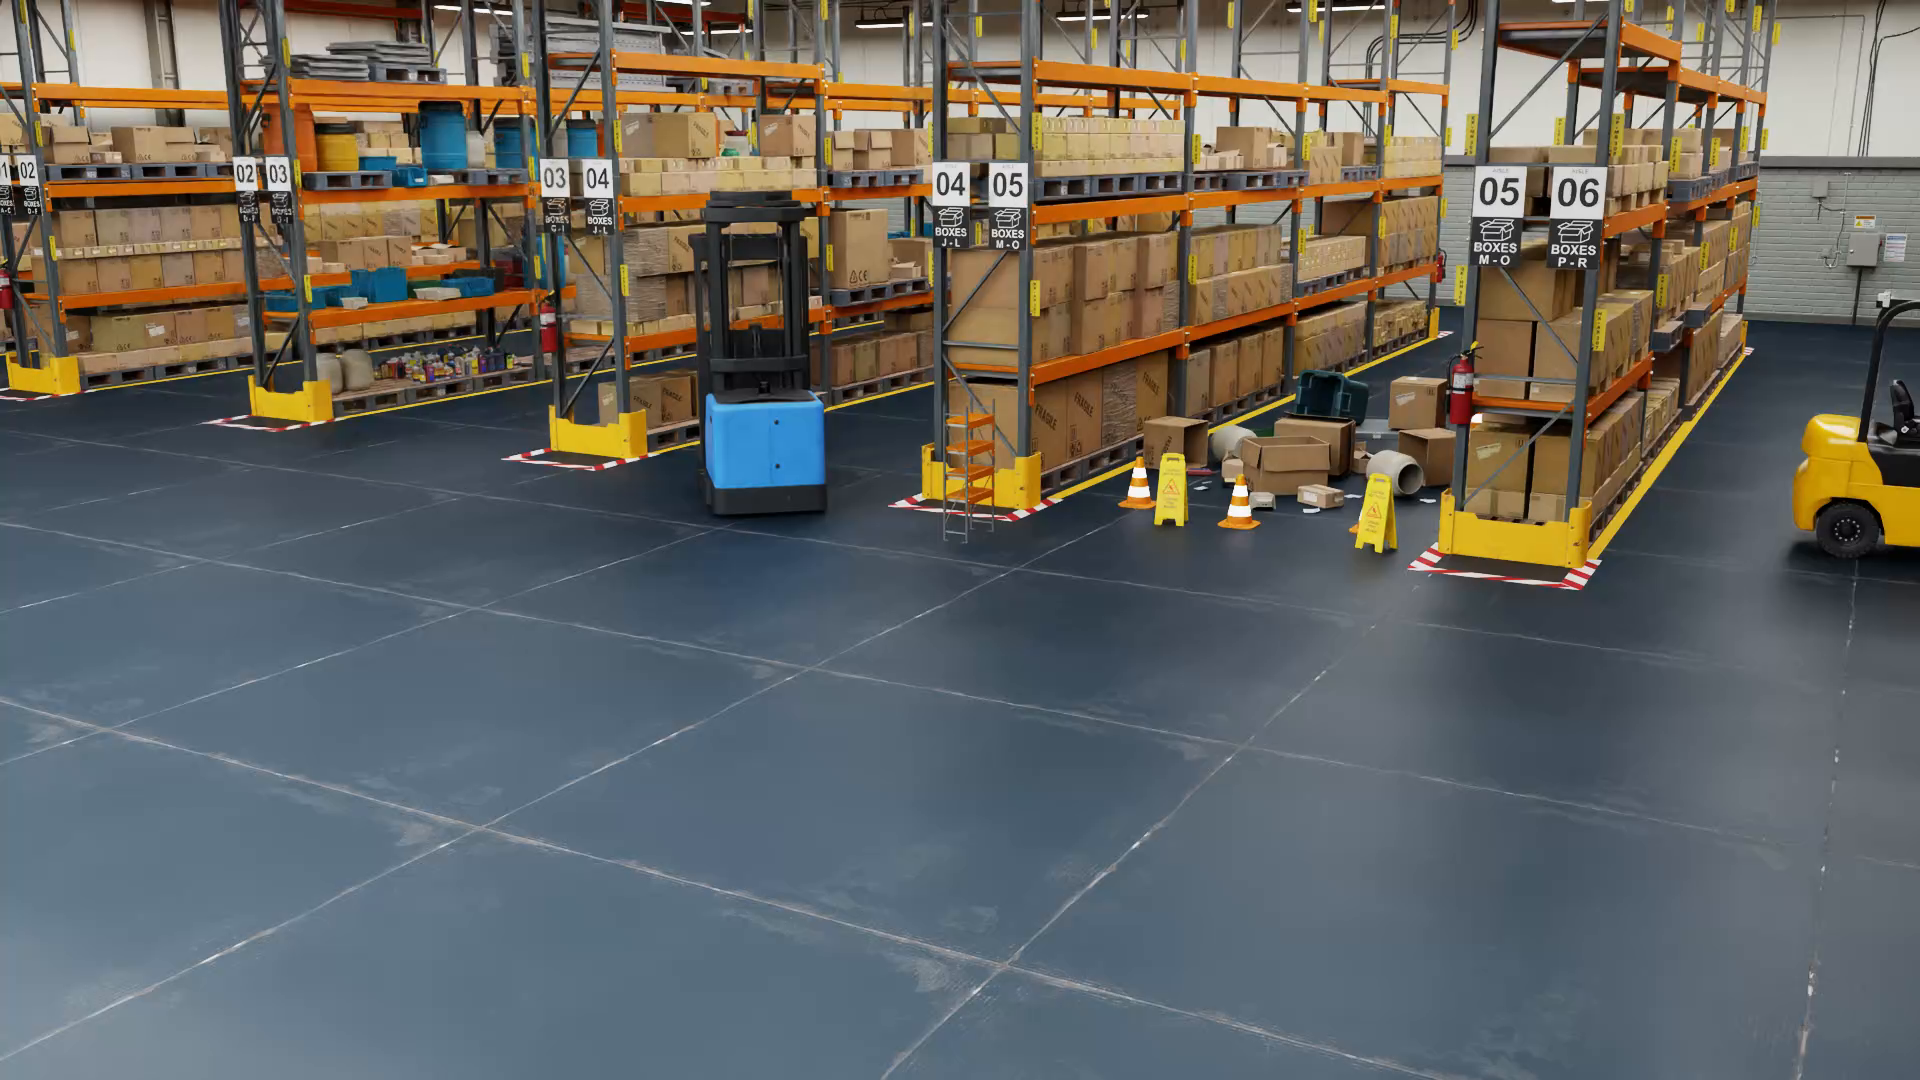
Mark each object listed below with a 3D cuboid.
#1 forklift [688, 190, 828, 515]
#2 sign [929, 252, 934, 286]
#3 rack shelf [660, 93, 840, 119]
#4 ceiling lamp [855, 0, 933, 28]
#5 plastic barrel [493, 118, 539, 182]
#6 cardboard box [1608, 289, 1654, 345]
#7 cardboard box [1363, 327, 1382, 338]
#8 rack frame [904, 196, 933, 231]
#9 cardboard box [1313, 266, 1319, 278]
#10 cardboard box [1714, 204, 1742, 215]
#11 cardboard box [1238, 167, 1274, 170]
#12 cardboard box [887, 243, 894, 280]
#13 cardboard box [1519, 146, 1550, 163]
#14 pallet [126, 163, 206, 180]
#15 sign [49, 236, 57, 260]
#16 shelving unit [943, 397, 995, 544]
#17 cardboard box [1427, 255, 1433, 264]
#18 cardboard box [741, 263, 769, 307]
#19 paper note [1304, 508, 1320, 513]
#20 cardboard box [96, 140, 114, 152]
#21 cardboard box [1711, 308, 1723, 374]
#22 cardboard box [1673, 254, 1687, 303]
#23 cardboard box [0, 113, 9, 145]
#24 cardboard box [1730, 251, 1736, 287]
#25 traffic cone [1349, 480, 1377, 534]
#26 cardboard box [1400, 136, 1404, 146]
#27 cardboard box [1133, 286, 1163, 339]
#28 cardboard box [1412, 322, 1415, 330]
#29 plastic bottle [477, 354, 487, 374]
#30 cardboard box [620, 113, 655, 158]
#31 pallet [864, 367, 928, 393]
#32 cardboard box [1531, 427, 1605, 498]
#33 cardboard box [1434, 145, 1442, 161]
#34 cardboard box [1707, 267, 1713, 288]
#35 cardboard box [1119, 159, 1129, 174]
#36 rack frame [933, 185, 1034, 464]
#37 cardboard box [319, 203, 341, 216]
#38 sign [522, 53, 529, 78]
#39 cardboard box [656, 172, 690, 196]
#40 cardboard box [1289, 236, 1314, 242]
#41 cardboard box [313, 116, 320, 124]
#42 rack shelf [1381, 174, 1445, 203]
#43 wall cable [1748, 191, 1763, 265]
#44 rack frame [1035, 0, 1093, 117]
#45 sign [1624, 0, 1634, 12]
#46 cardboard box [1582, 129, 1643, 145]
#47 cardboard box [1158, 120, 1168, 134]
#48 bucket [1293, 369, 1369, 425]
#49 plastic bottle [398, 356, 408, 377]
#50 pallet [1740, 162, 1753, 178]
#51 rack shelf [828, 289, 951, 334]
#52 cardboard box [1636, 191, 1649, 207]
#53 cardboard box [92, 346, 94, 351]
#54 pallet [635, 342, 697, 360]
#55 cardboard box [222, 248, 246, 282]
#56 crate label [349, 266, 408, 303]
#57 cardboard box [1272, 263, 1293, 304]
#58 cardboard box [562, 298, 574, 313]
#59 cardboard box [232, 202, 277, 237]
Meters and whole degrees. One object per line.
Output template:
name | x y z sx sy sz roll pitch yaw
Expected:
forklift | -2.060 -1.952 16.378 1.130 2.935 3.031 -3 14 -13
sign | -0.256 -2.589 15.897 0.100 0.325 0.005 7 15 28
rack shelf | -3.582 -7.415 28.477 1.077 0.370 4.000 7 15 28
ceiling lamp | -1.530 -12.856 36.204 2.000 3.185 0.800 7 15 28
plastic barrel | -6.427 -5.642 24.067 0.600 0.901 0.708 7 15 28
cardboard box | 6.531 -2.201 16.416 0.500 0.500 0.500 7 15 27
cardboard box | 6.469 -3.310 26.414 0.380 0.149 0.250 8 16 31
rack frame | -0.681 -6.273 34.155 1.000 3.000 0.127 7 15 28
cardboard box | 4.862 -3.805 23.557 0.380 0.149 0.250 8 16 31
cardboard box | 11.528 -4.964 24.995 0.380 0.149 0.250 7 15 28
cardboard box | 4.134 -5.141 22.844 0.500 0.500 0.500 7 15 28
cardboard box | -1.390 -3.871 23.072 0.797 0.503 0.637 9 16 34
cardboard box | 4.658 -3.182 13.766 0.380 0.149 0.250 8 16 29
pallet | -11.797 -5.361 24.160 1.003 0.211 1.213 7 15 28
sign | -12.268 -3.948 22.493 0.100 0.325 0.005 7 15 28
shelving unit | 0.080 -0.617 14.534 0.258 1.200 0.503 7 15 28
cardboard box | 8.037 -4.908 29.029 0.380 0.149 0.250 7 15 28
cardboard box | -2.844 -3.145 20.333 0.875 0.500 0.500 7 15 28
paper note | 3.309 -0.283 15.641 0.148 0.019 0.142 2 14 9
cardboard box | -12.156 -5.620 24.040 0.500 0.311 0.500 10 17 35
cardboard box | 10.166 -2.804 23.400 0.875 0.875 0.875 8 16 30
cardboard box | 7.738 -2.898 18.409 0.500 0.500 0.500 7 15 26
cardboard box | -15.659 -6.581 26.641 0.500 0.500 0.500 7 15 26
cardboard box | 11.099 -3.987 24.457 0.500 0.500 0.500 7 15 28
traffic cone | 3.673 -0.308 14.823 0.336 0.463 0.334 7 15 28
cardboard box | 6.871 -6.377 26.586 0.380 0.149 0.250 7 15 26
cardboard box | 1.732 -2.548 18.382 0.875 0.550 0.550 7 15 28
cardboard box | 7.637 -3.707 28.698 0.380 0.149 0.250 7 15 28
plastic bottle | -6.677 -2.462 23.204 0.061 0.283 0.133 9 16 32
cardboard box | -3.553 -4.671 19.192 0.500 0.500 0.500 7 15 28
pallet | -1.183 -2.306 23.647 1.003 0.211 1.213 7 15 28
cardboard box | 5.238 -0.678 14.316 0.500 0.500 0.500 7 15 26
cardboard box | 7.947 -6.634 28.506 0.500 0.250 0.500 7 15 26
cardboard box | 9.426 -3.401 21.493 0.500 0.250 0.500 7 15 28
cardboard box | 1.513 -3.832 17.055 0.380 0.149 0.250 7 15 28
rack frame | 0.213 -1.847 15.794 1.000 3.000 0.127 7 15 28
cardboard box | -12.517 -6.496 32.589 0.500 0.250 0.500 7 15 27
sign | -6.006 -6.562 22.996 0.100 0.325 0.005 7 15 28
cardboard box | -3.377 -3.991 18.607 0.500 0.250 0.500 7 15 27
cardboard box | 5.165 -4.541 25.340 0.380 0.149 0.250 8 15 29
cardboard box | -10.484 -6.449 26.309 0.500 0.500 0.500 8 15 29
rack shelf | 6.981 -5.828 27.441 1.077 0.370 4.000 7 15 28
wall cable | 15.035 -6.258 31.857 0.585 1.953 0.123 7 15 28
rack frame | 1.721 -7.808 27.720 1.000 3.000 0.127 7 15 28
sign | 7.974 -6.458 19.788 0.100 0.325 0.005 7 15 28
cardboard box | 6.697 -4.093 17.069 0.500 0.250 0.500 8 16 29
cardboard box | 2.004 -4.430 17.832 0.380 0.149 0.250 7 15 28
bucket | 4.099 -1.526 18.204 0.620 0.611 0.726 1 9 -42
plastic bottle | -7.699 -2.384 22.895 0.152 0.276 0.135 7 15 26
pallet | 11.391 -5.600 25.150 1.003 0.211 1.213 7 15 28
rack shelf | -1.180 -3.311 23.401 1.077 0.370 4.000 7 15 28
cardboard box | 6.133 -3.155 15.355 0.380 0.149 0.250 8 16 30
cardboard box | -12.519 -2.668 24.169 0.500 0.250 0.500 7 15 28
pallet | -4.957 -3.122 27.032 1.003 0.211 1.213 7 15 28
cardboard box | -11.275 -4.221 25.429 0.700 0.500 0.500 7 15 27
crate label | -7.763 -3.416 22.228 0.502 0.435 0.616 7 15 28
cardboard box | 4.097 -3.414 22.081 0.500 0.500 0.500 7 15 28
cardboard box | -7.670 -4.572 31.491 0.500 0.500 0.500 7 15 26
cardboard box | -11.026 -4.961 25.729 0.700 0.500 0.500 7 15 28
